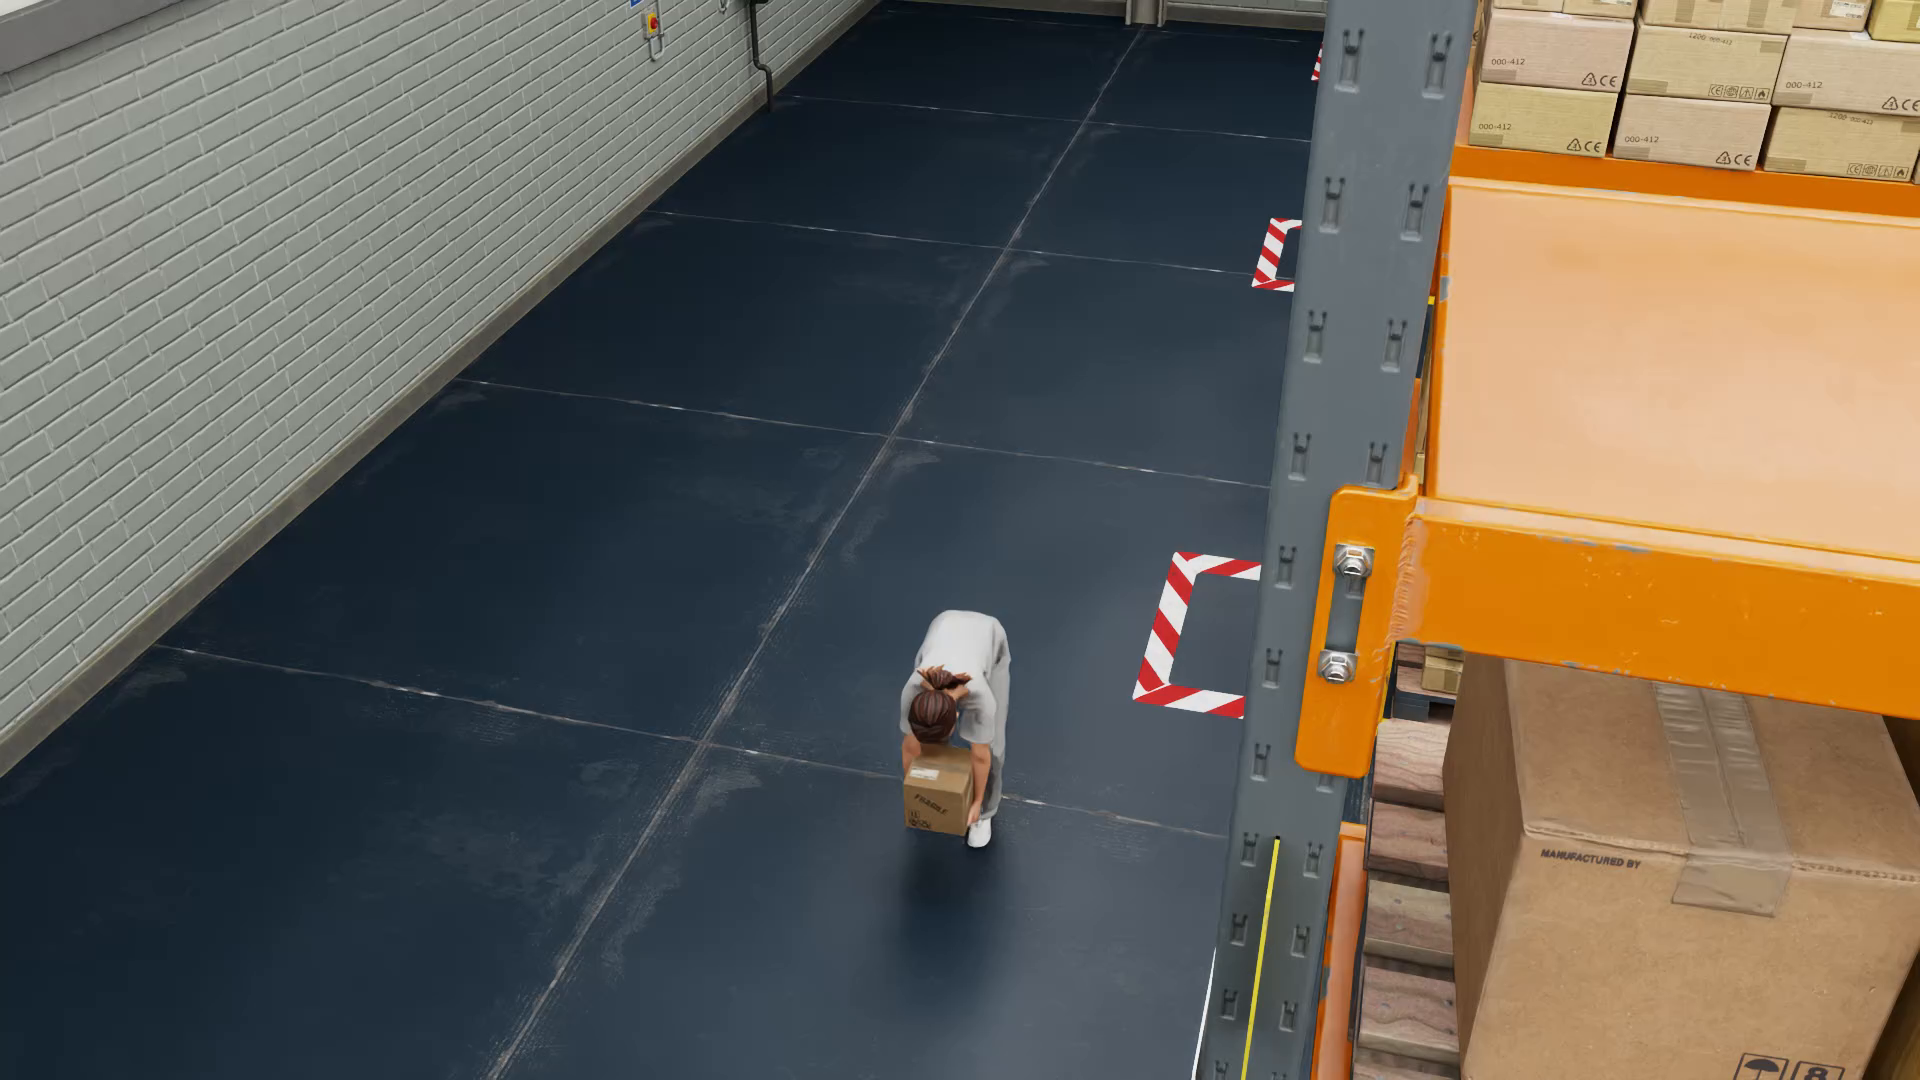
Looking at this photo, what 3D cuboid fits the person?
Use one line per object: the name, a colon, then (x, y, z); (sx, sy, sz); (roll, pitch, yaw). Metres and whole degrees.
person: (0.030, 0.515, 6.864); (0.499, 1.671, 0.416); (7, 34, 10)
